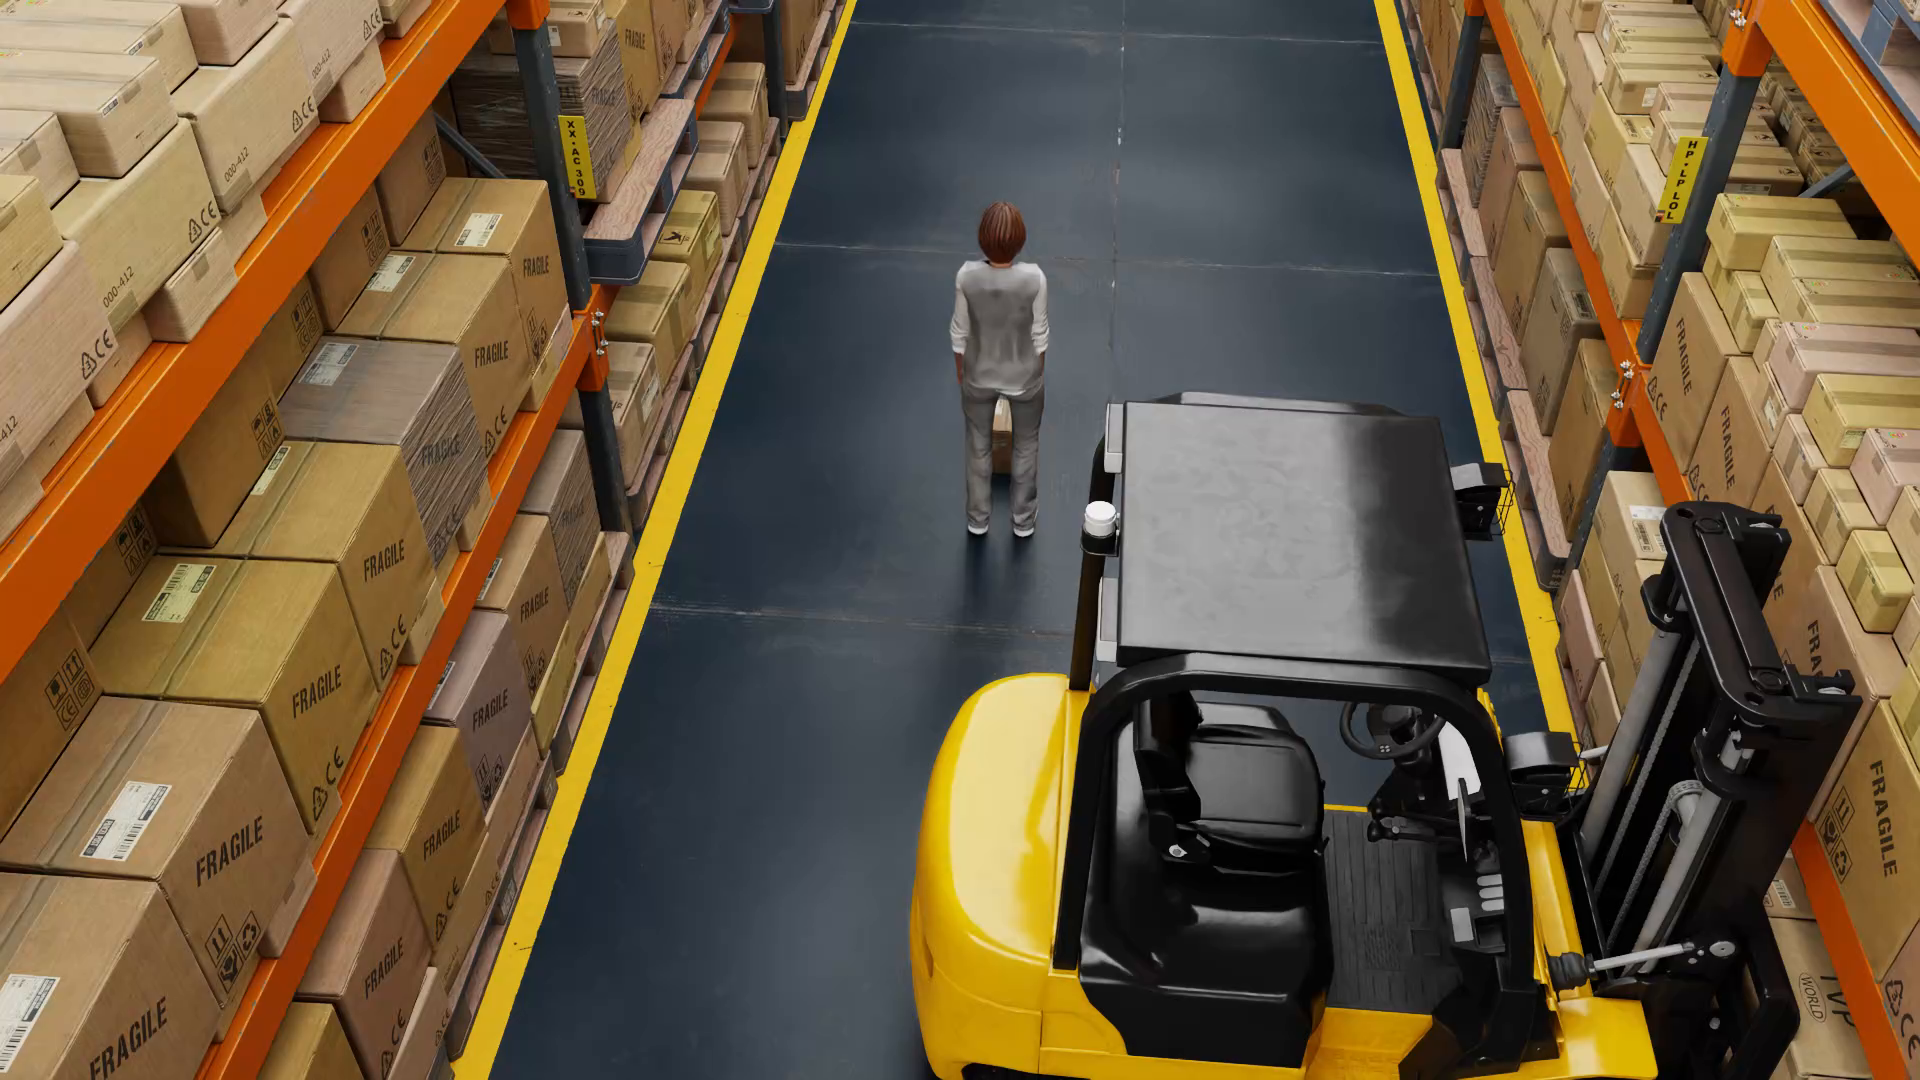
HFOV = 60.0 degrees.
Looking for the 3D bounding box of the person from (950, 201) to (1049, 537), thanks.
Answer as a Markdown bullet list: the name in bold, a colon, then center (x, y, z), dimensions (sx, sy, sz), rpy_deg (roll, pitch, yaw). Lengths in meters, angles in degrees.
- **person**: center (0.161, -0.686, 6.977), dimensions (0.407, 1.586, 0.300), rpy_deg (4, 41, 5)
